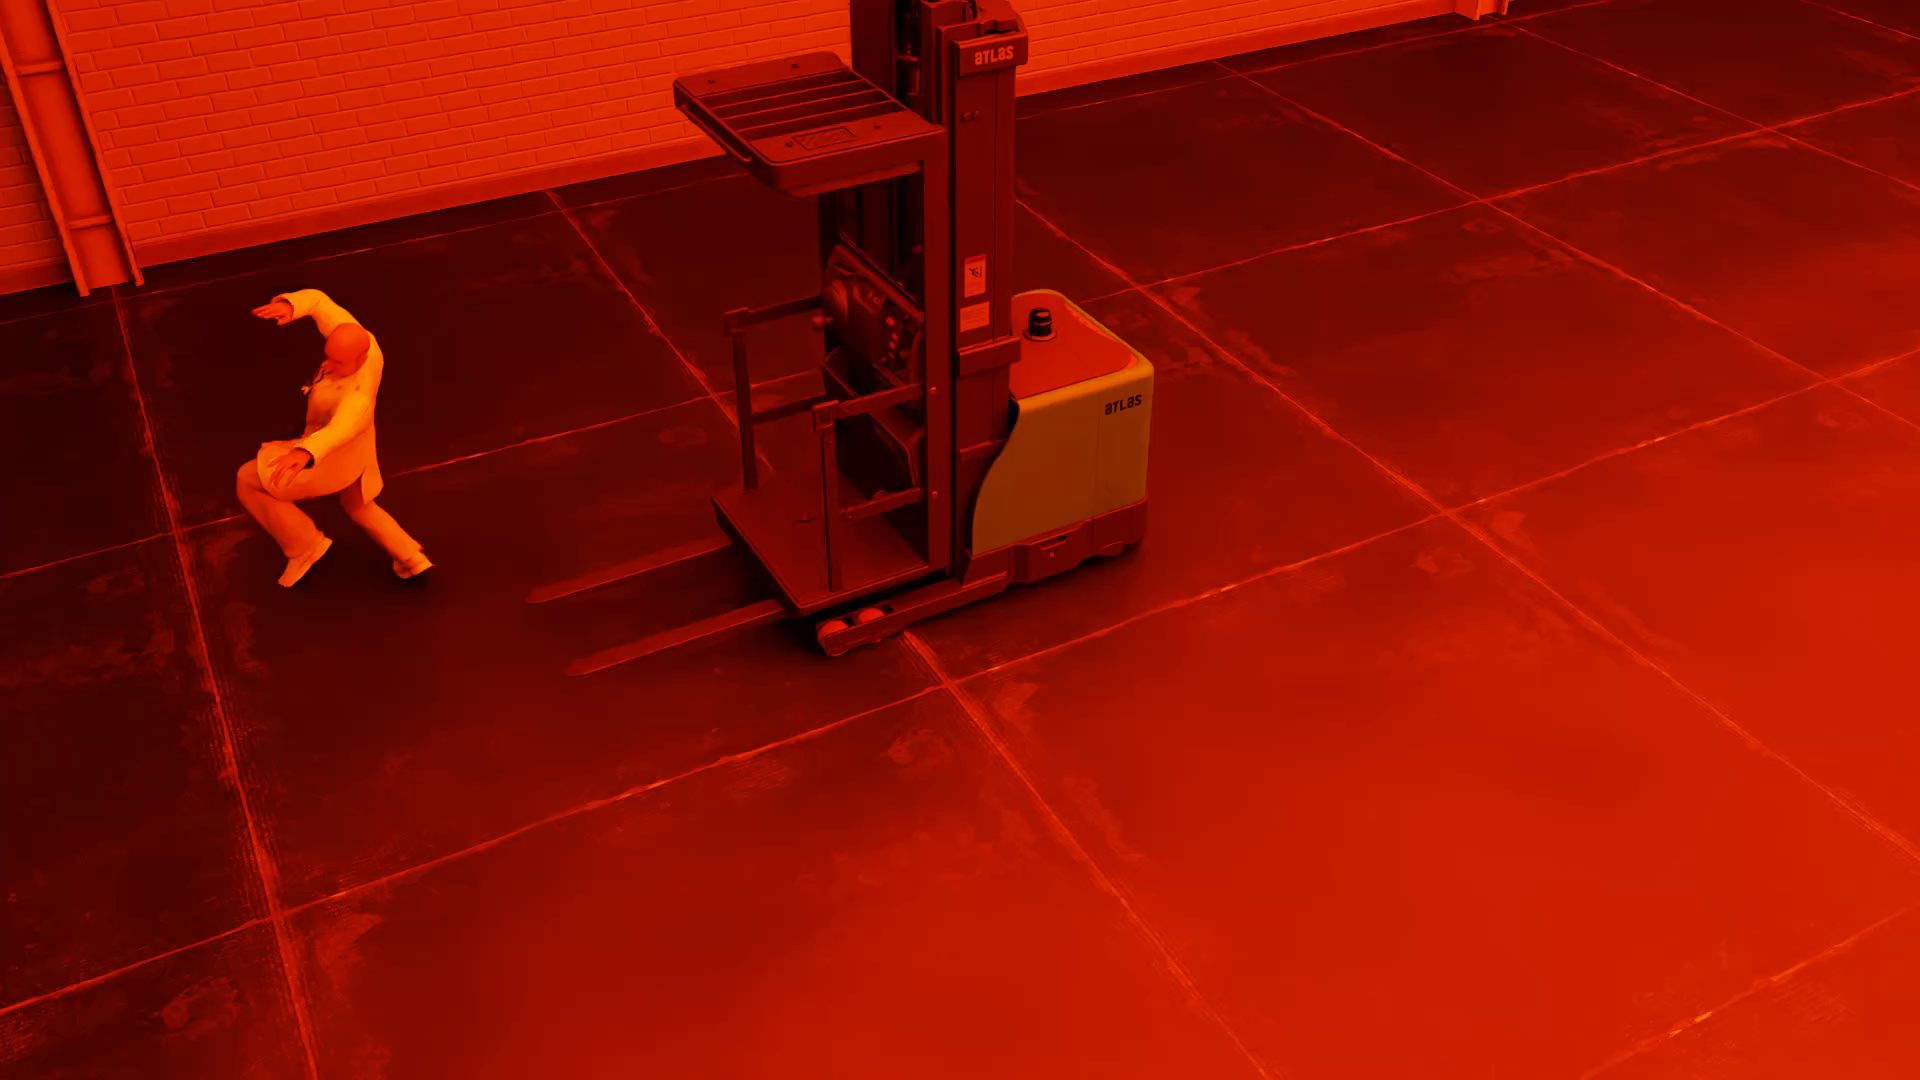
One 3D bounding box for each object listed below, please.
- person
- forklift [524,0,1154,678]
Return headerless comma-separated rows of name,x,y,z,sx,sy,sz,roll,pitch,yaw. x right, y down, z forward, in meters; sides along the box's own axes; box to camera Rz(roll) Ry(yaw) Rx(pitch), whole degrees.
person,-3.107,-0.315,7.776,0.903,1.620,1.165,7,36,10
forklift,-0.585,-0.997,7.533,3.031,2.935,1.130,-18,39,-23
